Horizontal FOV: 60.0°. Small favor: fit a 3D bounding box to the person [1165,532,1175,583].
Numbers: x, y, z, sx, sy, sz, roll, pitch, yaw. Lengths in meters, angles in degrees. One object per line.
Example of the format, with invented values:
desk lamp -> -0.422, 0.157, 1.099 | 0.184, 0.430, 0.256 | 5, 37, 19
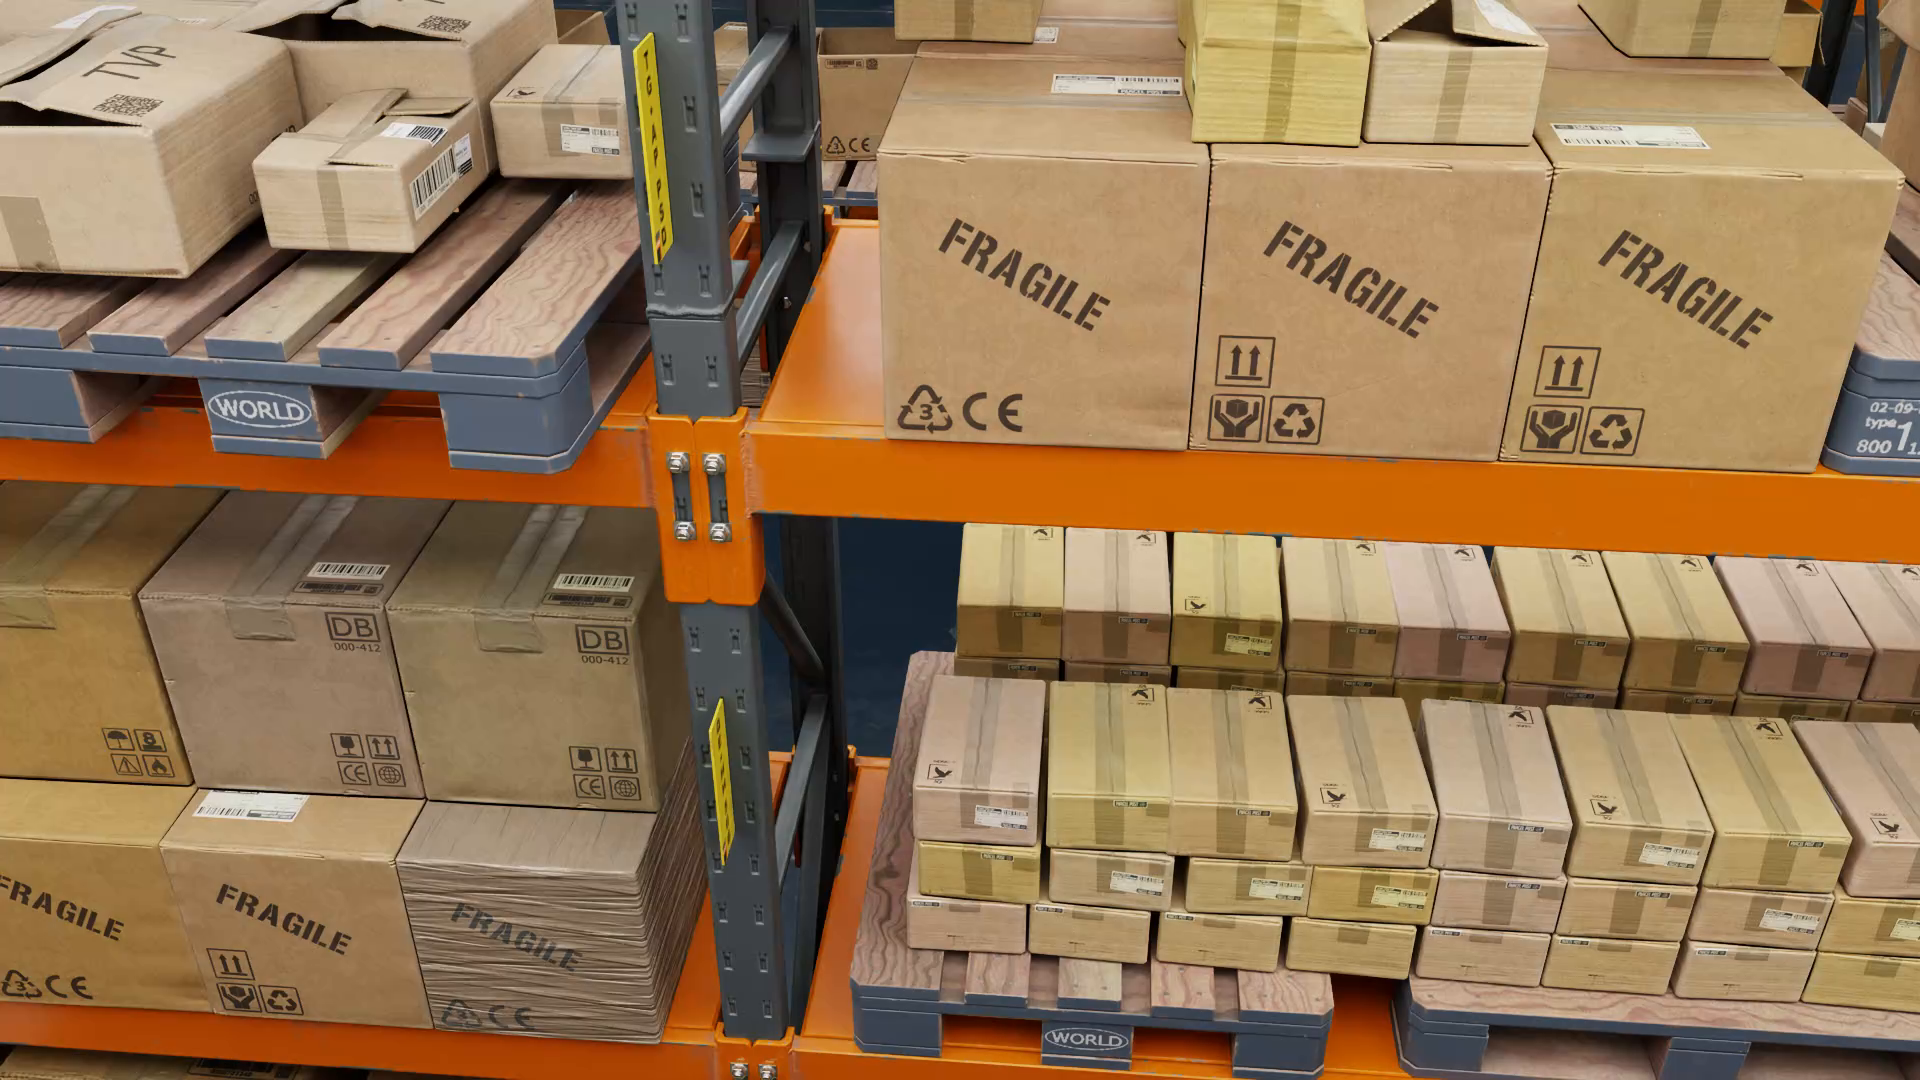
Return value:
person -> 0.875, -0.478, 6.937 | 0.379, 1.773, 0.562 | 3, 32, 5
